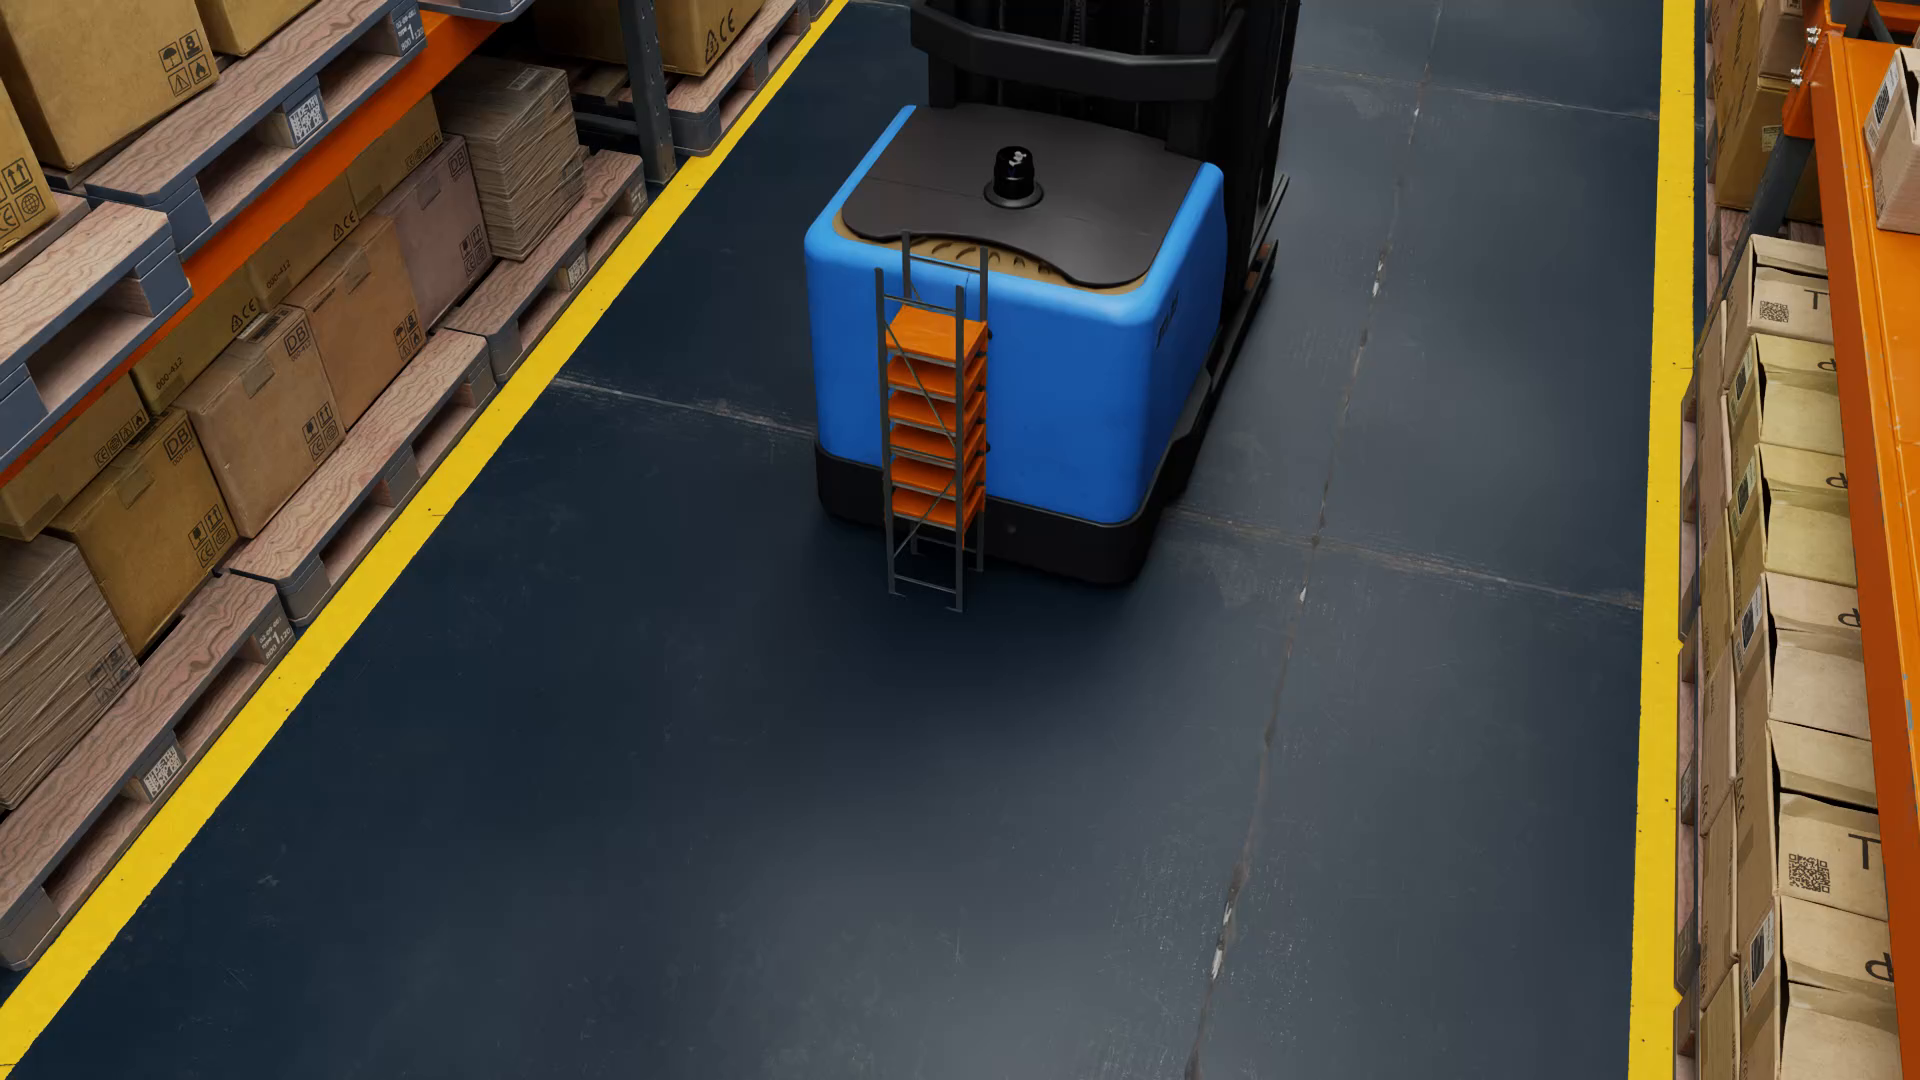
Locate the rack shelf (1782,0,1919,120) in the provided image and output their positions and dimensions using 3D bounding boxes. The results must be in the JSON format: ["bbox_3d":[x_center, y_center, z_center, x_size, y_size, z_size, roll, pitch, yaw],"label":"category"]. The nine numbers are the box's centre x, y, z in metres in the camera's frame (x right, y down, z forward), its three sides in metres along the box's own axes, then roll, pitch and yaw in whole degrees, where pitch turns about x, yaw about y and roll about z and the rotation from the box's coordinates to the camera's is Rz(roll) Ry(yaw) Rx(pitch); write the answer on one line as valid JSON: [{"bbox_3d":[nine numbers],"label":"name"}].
[{"bbox_3d":[3.680,-2.671,6.349,1.077,0.370,4.000,13,46,13],"label":"rack shelf"}]

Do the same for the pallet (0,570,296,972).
[{"bbox_3d":[-2.625,0.502,4.586,1.003,0.211,1.213,13,46,13],"label":"pallet"}]

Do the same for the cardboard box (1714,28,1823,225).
[{"bbox_3d":[3.134,-1.532,6.143,0.500,0.500,0.500,14,46,14],"label":"cardboard box"}]

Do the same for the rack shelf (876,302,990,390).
[{"bbox_3d":[-0.072,-0.523,4.476,0.258,0.103,0.180,15,46,14],"label":"rack shelf"}]

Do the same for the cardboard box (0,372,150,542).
[{"bbox_3d":[-2.522,-0.295,4.344,0.500,0.250,0.500,12,46,12],"label":"cardboard box"}]

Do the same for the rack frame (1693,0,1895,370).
[{"bbox_3d":[3.075,-1.595,4.735,1.000,3.000,0.127,13,46,13],"label":"rack frame"}]

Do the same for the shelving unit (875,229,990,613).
[{"bbox_3d":[-0.072,-0.298,4.697,0.258,1.200,0.189,15,46,14],"label":"shelving unit"}]

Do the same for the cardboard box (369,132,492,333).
[{"bbox_3d":[-2.083,-1.095,5.697,0.700,0.500,0.500,12,46,12],"label":"cardboard box"}]

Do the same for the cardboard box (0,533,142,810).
[{"bbox_3d":[-2.652,0.267,4.305,0.700,0.500,0.500,14,46,14],"label":"cardboard box"}]

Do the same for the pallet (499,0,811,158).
[{"bbox_3d":[-1.337,-2.154,7.300,1.003,0.211,1.213,13,46,13],"label":"pallet"}]

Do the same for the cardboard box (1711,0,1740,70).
[{"bbox_3d":[3.444,-2.227,6.854,0.500,0.500,0.500,11,45,11],"label":"cardboard box"}]

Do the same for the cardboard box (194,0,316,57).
[{"bbox_3d":[-2.136,-1.684,4.440,0.700,0.500,0.500,13,46,13],"label":"cardboard box"}]

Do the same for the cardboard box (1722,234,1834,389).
[{"bbox_3d":[2.636,-0.675,5.060,0.500,0.311,0.500,14,46,14],"label":"cardboard box"}]

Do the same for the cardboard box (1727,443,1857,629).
[{"bbox_3d":[2.328,0.016,4.354,0.500,0.311,0.500,11,46,11],"label":"cardboard box"}]

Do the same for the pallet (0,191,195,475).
[{"bbox_3d":[-2.489,-0.385,3.636,1.003,0.211,1.213,13,46,13],"label":"pallet"}]

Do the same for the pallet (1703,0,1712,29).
[{"bbox_3d":[4.076,-2.714,7.873,1.003,0.211,1.213,13,46,13],"label":"pallet"}]

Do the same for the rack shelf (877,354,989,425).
[{"bbox_3d":[-0.072,-0.438,4.560,0.258,0.103,0.180,15,46,14],"label":"rack shelf"}]

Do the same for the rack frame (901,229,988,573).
[{"bbox_3d":[-0.040,-0.358,4.758,0.240,1.200,0.006,15,46,14],"label":"rack frame"}]

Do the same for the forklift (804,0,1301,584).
[{"bbox_3d":[0.541,-1.962,5.159,1.130,2.935,3.031,15,46,14],"label":"forklift"}]

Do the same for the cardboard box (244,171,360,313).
[{"bbox_3d":[-2.199,-0.972,5.035,0.500,0.250,0.500,12,46,12],"label":"cardboard box"}]

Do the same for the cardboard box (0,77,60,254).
[{"bbox_3d":[-2.496,-0.871,3.609,0.700,0.500,0.500,17,47,17],"label":"cardboard box"}]

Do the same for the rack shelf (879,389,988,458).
[{"bbox_3d":[-0.072,-0.352,4.644,0.258,0.103,0.180,15,46,14],"label":"rack shelf"}]

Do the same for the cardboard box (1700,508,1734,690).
[{"bbox_3d":[2.333,0.208,4.558,0.500,0.250,0.500,11,46,11],"label":"cardboard box"}]

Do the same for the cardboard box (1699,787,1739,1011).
[{"bbox_3d":[2.022,0.889,3.863,0.500,0.250,0.500,13,46,13],"label":"cardboard box"}]

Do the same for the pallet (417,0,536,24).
[{"bbox_3d":[-1.762,-2.075,5.363,1.213,0.211,1.003,13,46,13],"label":"pallet"}]

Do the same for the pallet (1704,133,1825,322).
[{"bbox_3d":[3.337,-1.088,6.210,1.003,0.211,1.213,13,46,13],"label":"pallet"}]

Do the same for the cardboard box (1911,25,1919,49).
[{"bbox_3d":[2.923,-1.329,4.528,0.500,0.311,0.500,15,46,15],"label":"cardboard box"}]

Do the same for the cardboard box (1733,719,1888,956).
[{"bbox_3d":[2.018,0.693,3.662,0.500,0.311,0.500,12,46,12],"label":"cardboard box"}]

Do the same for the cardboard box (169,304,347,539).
[{"bbox_3d":[-2.350,-0.420,5.007,0.700,0.500,0.500,13,46,13],"label":"cardboard box"}]

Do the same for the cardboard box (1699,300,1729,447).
[{"bbox_3d":[2.636,-0.475,5.256,0.500,0.250,0.500,12,46,12],"label":"cardboard box"}]

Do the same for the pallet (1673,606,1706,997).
[{"bbox_3d":[2.417,0.753,4.329,1.003,0.211,1.213,13,46,13],"label":"pallet"}]
